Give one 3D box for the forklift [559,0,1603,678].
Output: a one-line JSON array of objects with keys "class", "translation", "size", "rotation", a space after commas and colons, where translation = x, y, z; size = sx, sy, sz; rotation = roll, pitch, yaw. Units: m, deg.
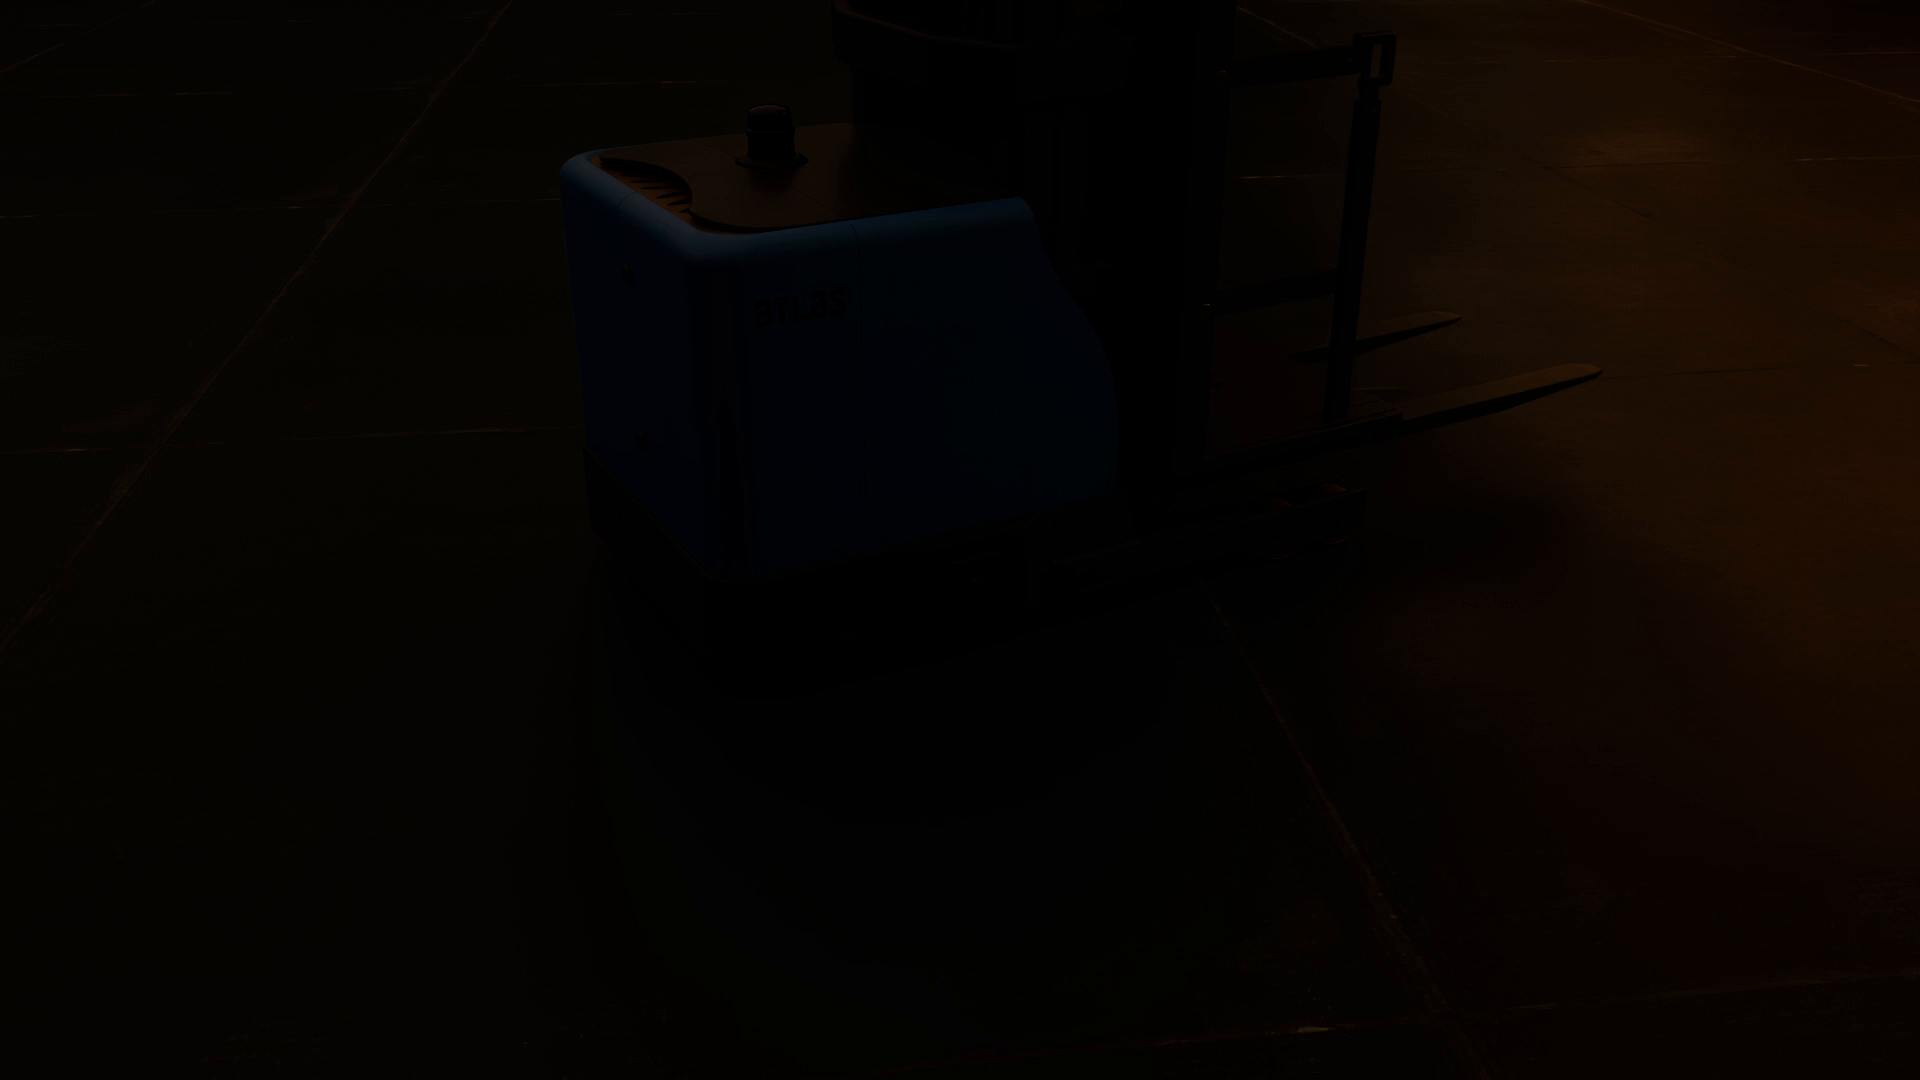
[{"class": "forklift", "translation": [0.529, -1.451, 4.240], "size": [3.031, 2.935, 1.130], "rotation": [-14, 29, -26]}]
